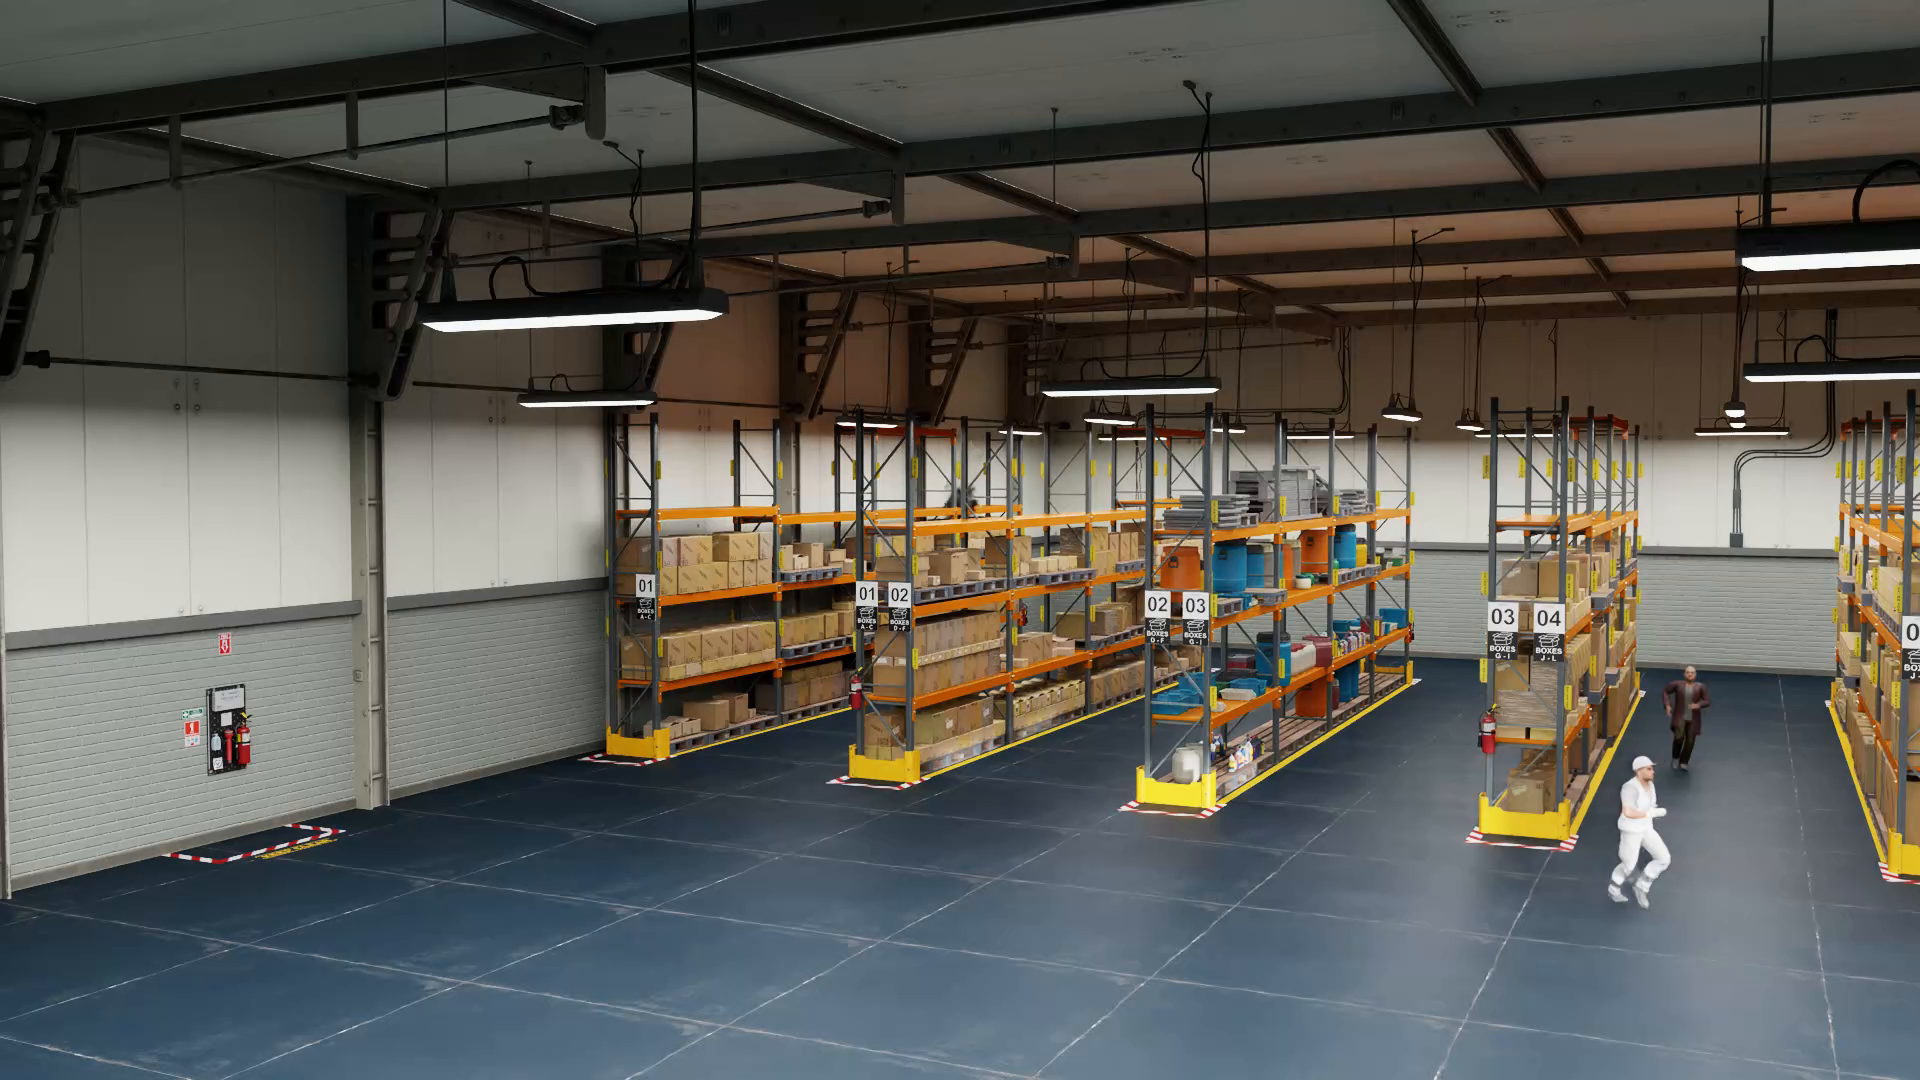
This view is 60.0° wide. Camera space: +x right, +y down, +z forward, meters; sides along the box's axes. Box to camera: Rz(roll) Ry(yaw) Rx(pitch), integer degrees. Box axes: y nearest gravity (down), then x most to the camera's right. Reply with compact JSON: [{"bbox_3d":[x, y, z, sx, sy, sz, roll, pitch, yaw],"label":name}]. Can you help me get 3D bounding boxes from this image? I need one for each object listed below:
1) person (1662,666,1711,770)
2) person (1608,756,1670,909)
[{"bbox_3d":[12.057,2.966,27.579,0.722,1.735,0.634,1,2,16],"label":"person"},{"bbox_3d":[7.707,3.307,18.869,0.697,1.745,0.807,-2,3,-33],"label":"person"}]
